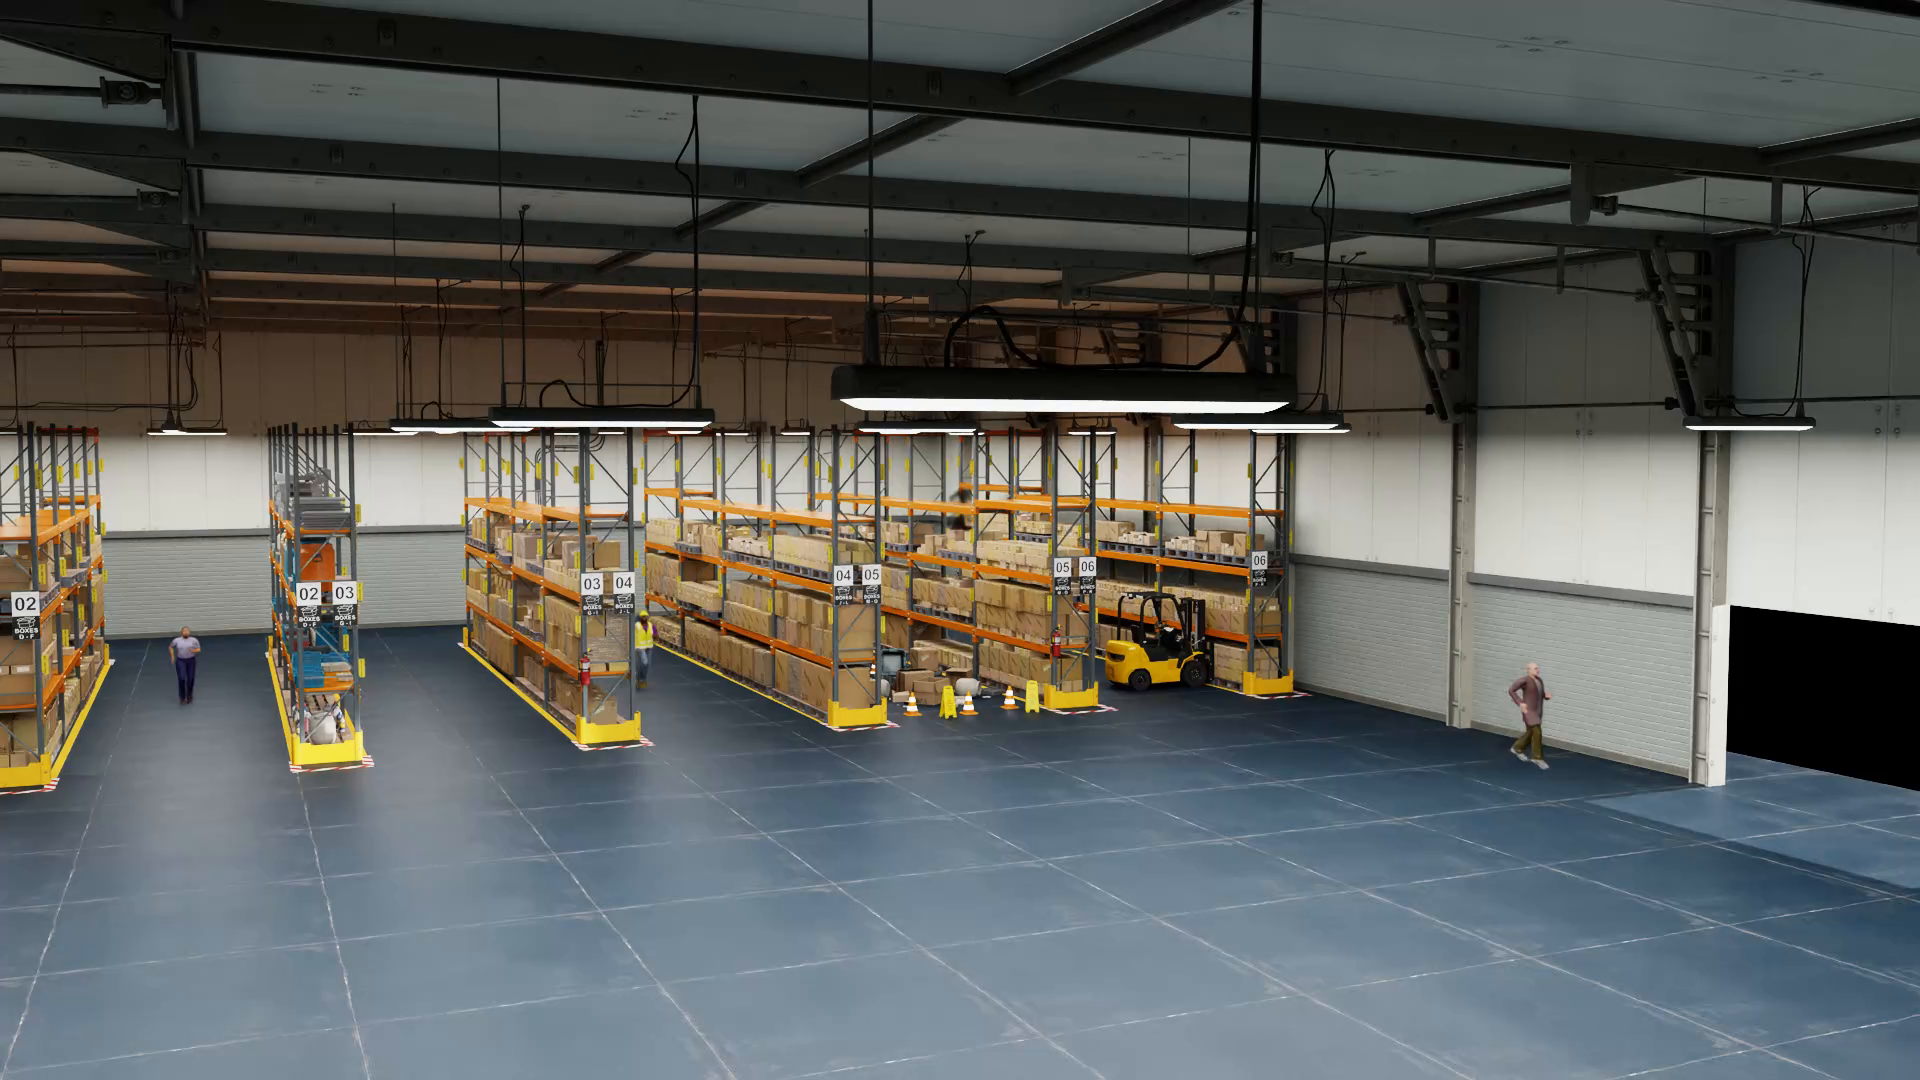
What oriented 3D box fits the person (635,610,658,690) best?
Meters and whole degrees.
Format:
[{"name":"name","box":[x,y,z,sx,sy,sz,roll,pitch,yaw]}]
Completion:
[{"name":"person","box":[-7.228,2.521,38.064,0.670,1.819,0.749,-3,4,-39]}]

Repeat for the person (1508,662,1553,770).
[{"name":"person","box":[9.991,3.049,29.105,0.694,1.823,0.876,-3,4,-37]}]

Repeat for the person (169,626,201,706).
[{"name":"person","box":[-16.722,2.709,35.925,0.580,1.710,0.767,-2,4,-34]}]
